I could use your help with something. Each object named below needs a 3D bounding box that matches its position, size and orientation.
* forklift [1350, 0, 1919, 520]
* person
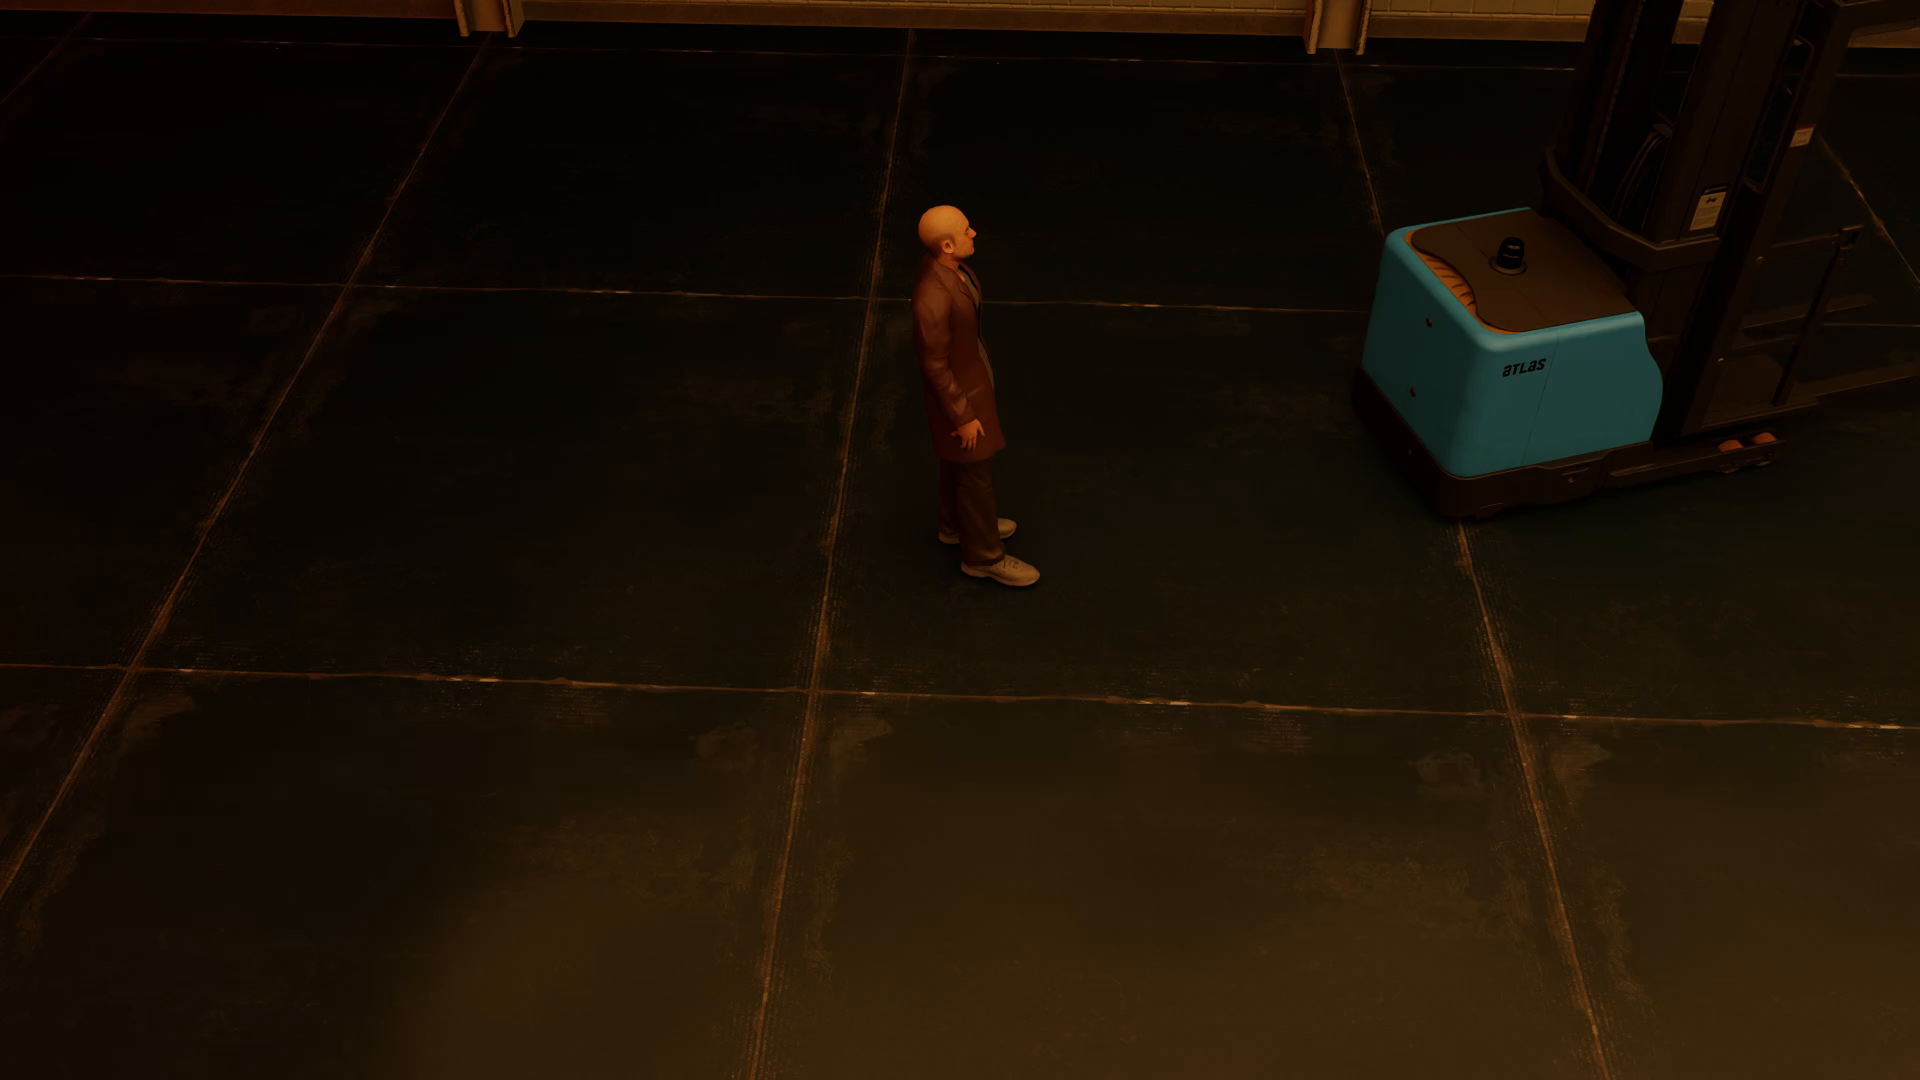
[{"bbox_3d":[3.595,-1.747,7.656,3.031,2.935,1.130,-11,44,-12],"label":"forklift"},{"bbox_3d":[0.092,-0.656,7.306,0.579,1.777,0.696,2,42,2],"label":"person"}]
